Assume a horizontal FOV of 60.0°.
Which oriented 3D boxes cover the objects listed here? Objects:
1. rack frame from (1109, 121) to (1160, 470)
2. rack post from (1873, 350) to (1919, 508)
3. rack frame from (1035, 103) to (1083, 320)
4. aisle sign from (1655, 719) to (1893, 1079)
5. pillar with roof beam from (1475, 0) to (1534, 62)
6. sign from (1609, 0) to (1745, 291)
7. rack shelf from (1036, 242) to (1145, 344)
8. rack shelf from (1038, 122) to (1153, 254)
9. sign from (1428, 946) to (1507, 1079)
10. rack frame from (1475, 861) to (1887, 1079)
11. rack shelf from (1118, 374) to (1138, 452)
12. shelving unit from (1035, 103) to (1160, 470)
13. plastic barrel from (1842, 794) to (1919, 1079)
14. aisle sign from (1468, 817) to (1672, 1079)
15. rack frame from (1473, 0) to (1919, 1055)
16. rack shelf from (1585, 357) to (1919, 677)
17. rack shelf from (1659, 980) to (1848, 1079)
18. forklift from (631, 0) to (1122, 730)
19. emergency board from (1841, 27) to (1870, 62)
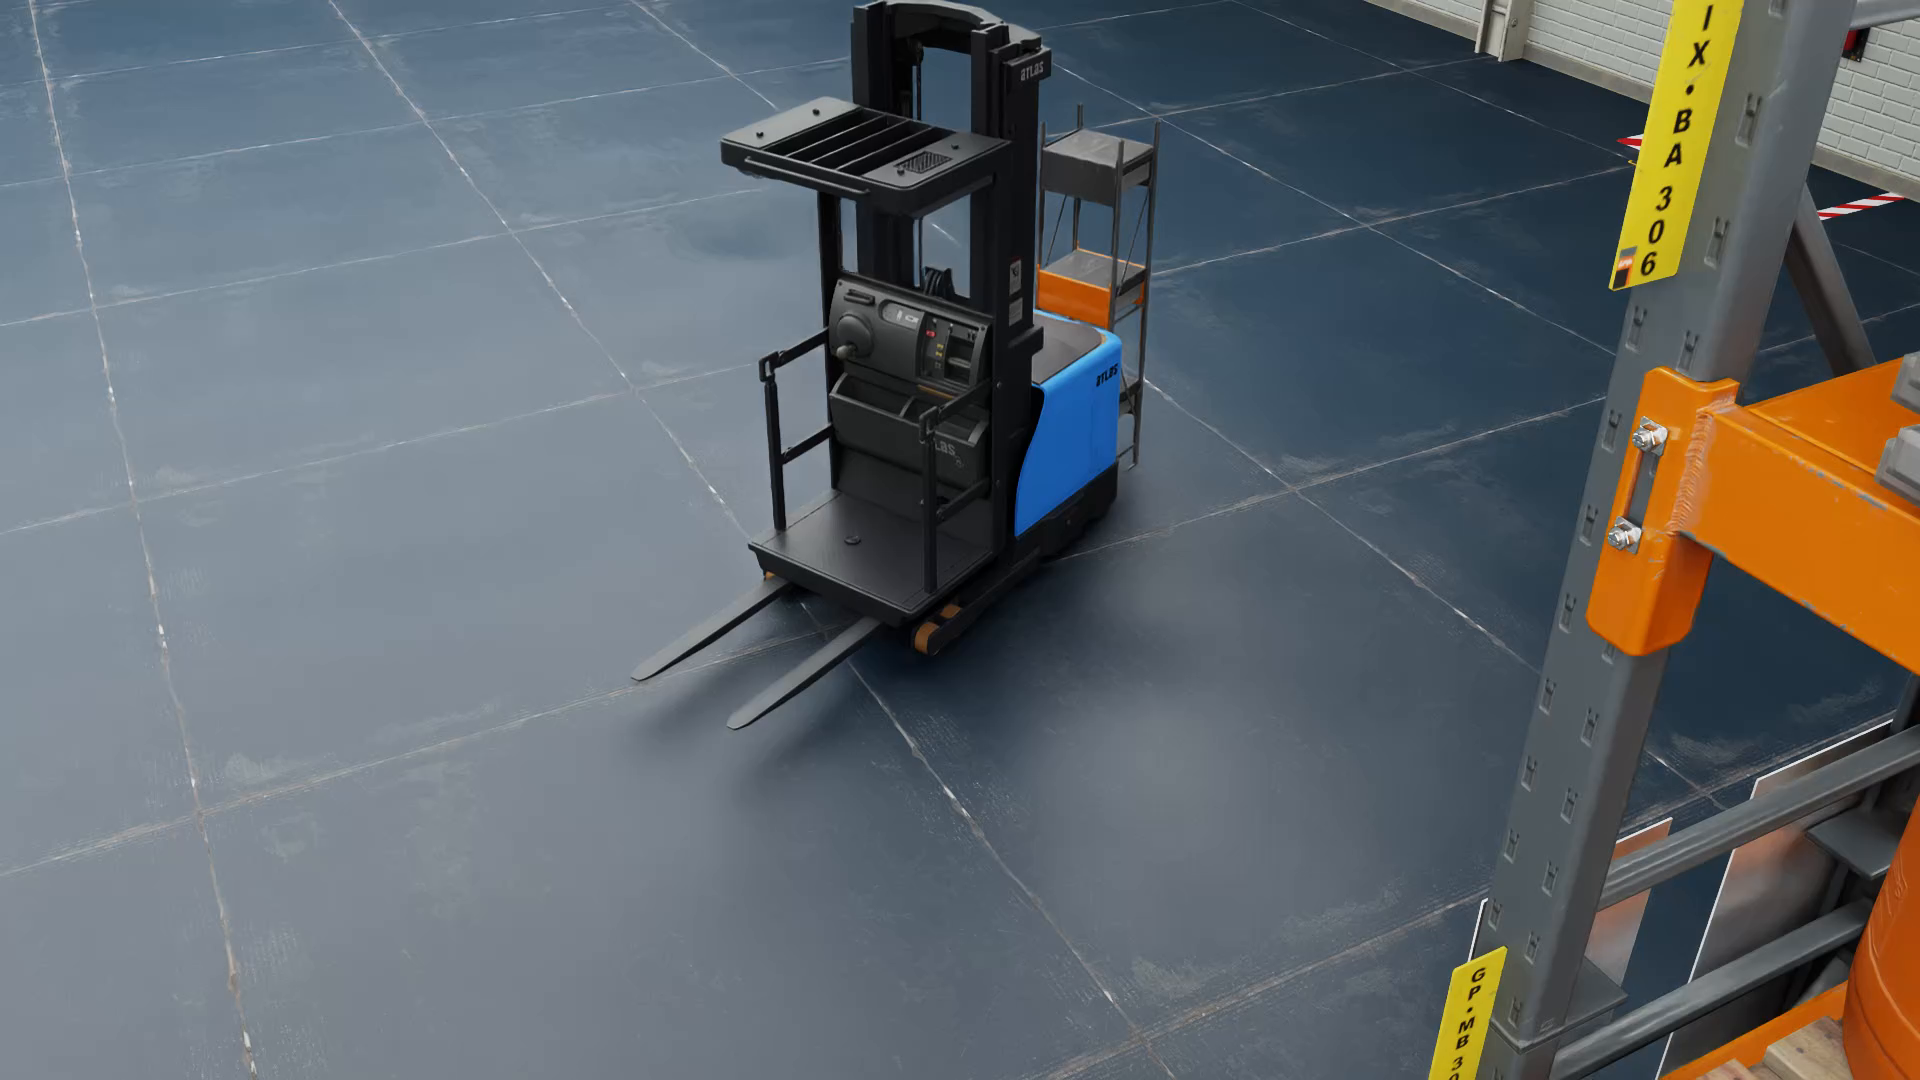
[{"bbox_3d":[0.940,-1.256,9.265,0.015,2.100,0.400,22,39,30],"label":"rack frame"},{"bbox_3d":[1.489,-0.045,1.442,0.937,0.300,0.954,-12,35,-18],"label":"rack post"},{"bbox_3d":[0.548,-1.413,9.509,0.015,2.100,0.400,22,39,30],"label":"rack frame"},{"bbox_3d":[1.478,0.674,3.007,0.394,0.787,0.004,-16,36,-23],"label":"aisle sign"},{"bbox_3d":[1.701,-7.668,12.876,9.100,9.000,0.400,-16,36,-23],"label":"pillar with roof beam"},{"bbox_3d":[0.760,-0.424,1.764,0.100,0.325,0.005,-16,36,-23],"label":"sign"},{"bbox_3d":[0.744,-1.323,9.394,0.480,0.518,0.431,22,39,30],"label":"rack shelf"},{"bbox_3d":[0.744,-1.912,9.016,0.480,0.518,0.431,22,39,30],"label":"rack shelf"},{"bbox_3d":[0.760,0.747,2.514,0.100,0.325,0.005,-16,36,-23],"label":"sign"},{"bbox_3d":[1.249,1.878,3.539,1.000,3.000,0.127,-16,36,-23],"label":"rack frame"},{"bbox_3d":[0.744,-0.734,9.772,0.480,0.518,0.431,22,39,30],"label":"rack shelf"},{"bbox_3d":[0.744,-1.335,9.387,0.503,2.100,0.431,22,39,30],"label":"shelving unit"},{"bbox_3d":[1.588,0.457,2.188,0.600,0.830,0.708,-16,36,-23],"label":"plastic barrel"},{"bbox_3d":[0.956,0.822,2.776,0.394,0.787,0.004,-16,36,-23],"label":"aisle sign"},{"bbox_3d":[1.249,-0.648,1.920,1.000,3.000,0.127,-16,36,-23],"label":"rack frame"},{"bbox_3d":[2.181,0.777,0.732,1.077,0.370,4.000,-16,36,-23],"label":"rack shelf"},{"bbox_3d":[2.181,1.872,1.434,1.077,0.370,4.000,-16,36,-23],"label":"rack shelf"},{"bbox_3d":[-0.384,-0.953,8.021,1.130,2.935,3.031,22,39,30],"label":"forklift"},{"bbox_3d":[7.189,-4.550,13.571,0.194,1.169,0.643,-16,36,-23],"label":"emergency board"}]
